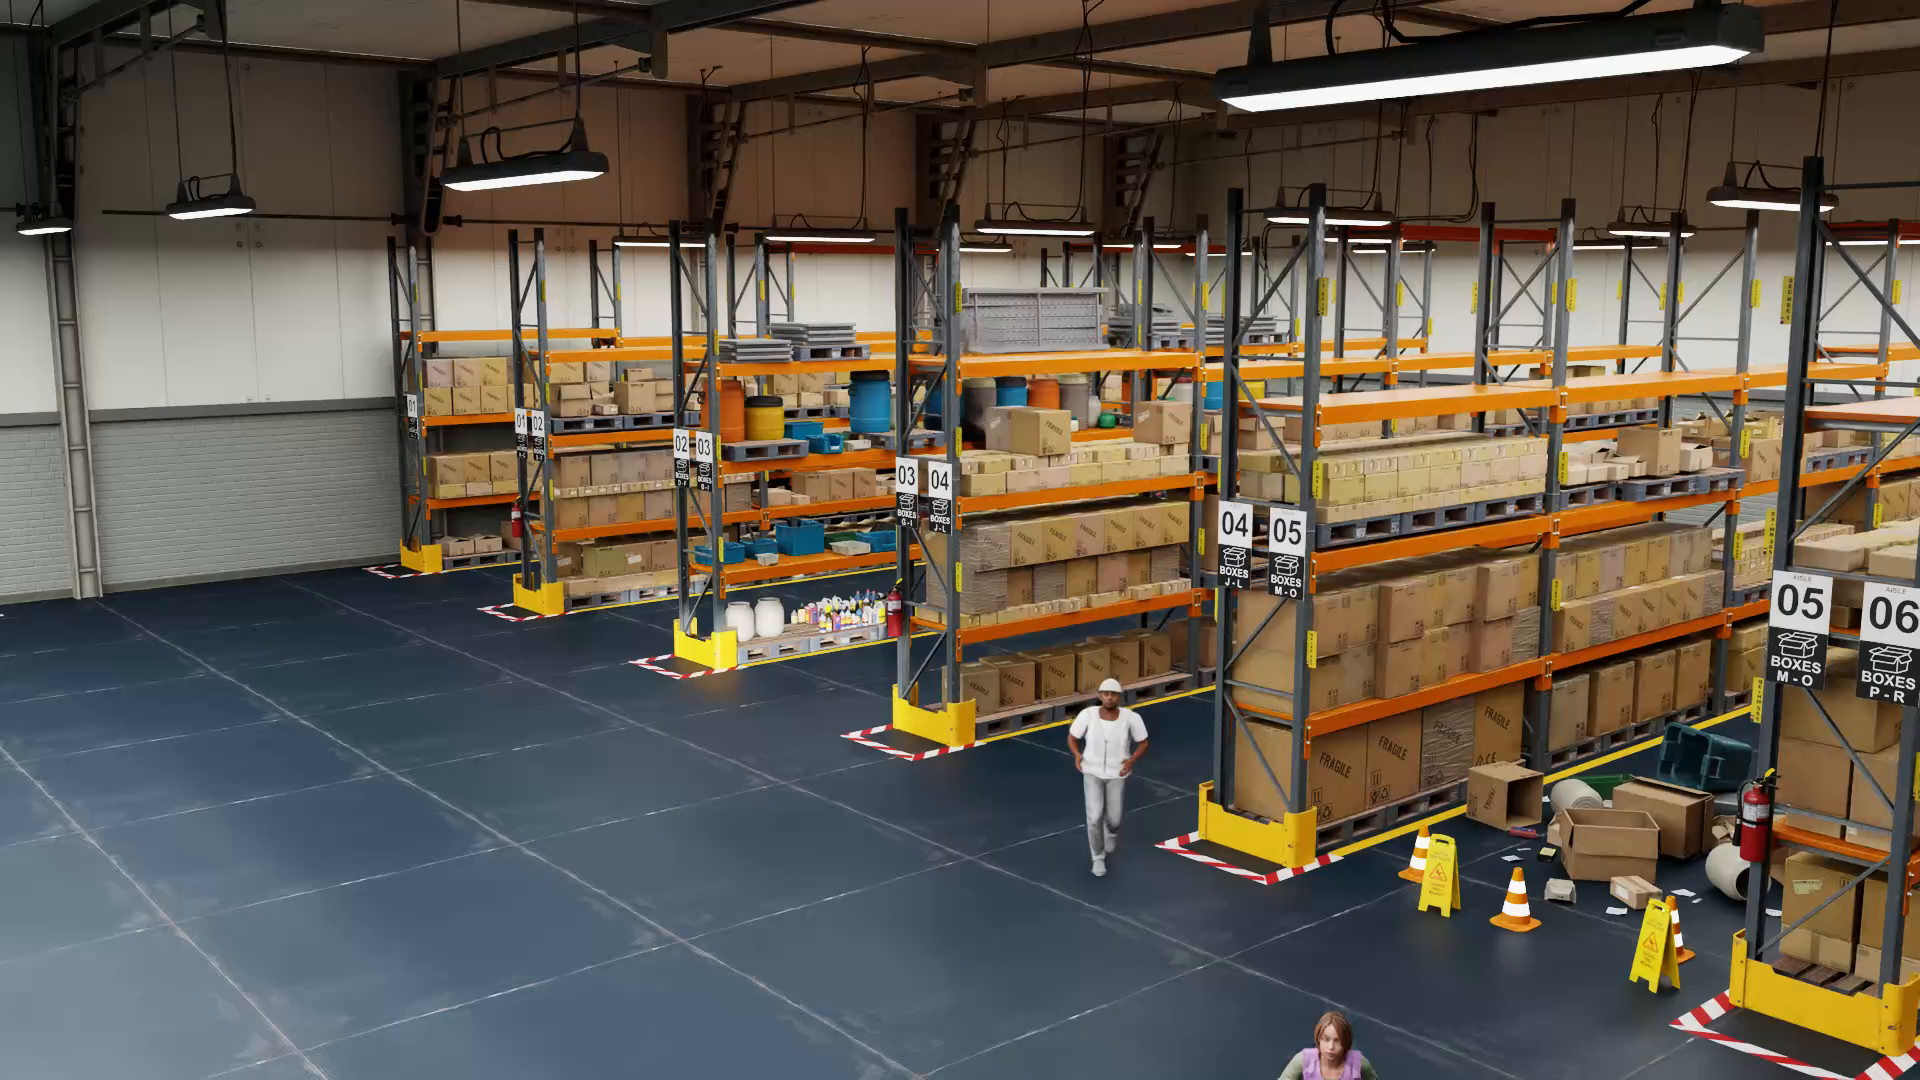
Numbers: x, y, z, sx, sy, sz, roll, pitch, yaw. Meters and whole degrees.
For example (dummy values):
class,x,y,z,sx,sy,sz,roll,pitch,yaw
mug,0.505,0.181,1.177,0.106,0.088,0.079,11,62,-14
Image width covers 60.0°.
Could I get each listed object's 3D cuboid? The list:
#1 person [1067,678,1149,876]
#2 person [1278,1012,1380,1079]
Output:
class,x,y,z,sx,sy,sz,roll,pitch,yaw
person,1.315,2.073,14.830,0.732,1.740,0.634,1,9,7
person,1.878,3.122,8.502,0.566,1.582,0.747,2,9,15
